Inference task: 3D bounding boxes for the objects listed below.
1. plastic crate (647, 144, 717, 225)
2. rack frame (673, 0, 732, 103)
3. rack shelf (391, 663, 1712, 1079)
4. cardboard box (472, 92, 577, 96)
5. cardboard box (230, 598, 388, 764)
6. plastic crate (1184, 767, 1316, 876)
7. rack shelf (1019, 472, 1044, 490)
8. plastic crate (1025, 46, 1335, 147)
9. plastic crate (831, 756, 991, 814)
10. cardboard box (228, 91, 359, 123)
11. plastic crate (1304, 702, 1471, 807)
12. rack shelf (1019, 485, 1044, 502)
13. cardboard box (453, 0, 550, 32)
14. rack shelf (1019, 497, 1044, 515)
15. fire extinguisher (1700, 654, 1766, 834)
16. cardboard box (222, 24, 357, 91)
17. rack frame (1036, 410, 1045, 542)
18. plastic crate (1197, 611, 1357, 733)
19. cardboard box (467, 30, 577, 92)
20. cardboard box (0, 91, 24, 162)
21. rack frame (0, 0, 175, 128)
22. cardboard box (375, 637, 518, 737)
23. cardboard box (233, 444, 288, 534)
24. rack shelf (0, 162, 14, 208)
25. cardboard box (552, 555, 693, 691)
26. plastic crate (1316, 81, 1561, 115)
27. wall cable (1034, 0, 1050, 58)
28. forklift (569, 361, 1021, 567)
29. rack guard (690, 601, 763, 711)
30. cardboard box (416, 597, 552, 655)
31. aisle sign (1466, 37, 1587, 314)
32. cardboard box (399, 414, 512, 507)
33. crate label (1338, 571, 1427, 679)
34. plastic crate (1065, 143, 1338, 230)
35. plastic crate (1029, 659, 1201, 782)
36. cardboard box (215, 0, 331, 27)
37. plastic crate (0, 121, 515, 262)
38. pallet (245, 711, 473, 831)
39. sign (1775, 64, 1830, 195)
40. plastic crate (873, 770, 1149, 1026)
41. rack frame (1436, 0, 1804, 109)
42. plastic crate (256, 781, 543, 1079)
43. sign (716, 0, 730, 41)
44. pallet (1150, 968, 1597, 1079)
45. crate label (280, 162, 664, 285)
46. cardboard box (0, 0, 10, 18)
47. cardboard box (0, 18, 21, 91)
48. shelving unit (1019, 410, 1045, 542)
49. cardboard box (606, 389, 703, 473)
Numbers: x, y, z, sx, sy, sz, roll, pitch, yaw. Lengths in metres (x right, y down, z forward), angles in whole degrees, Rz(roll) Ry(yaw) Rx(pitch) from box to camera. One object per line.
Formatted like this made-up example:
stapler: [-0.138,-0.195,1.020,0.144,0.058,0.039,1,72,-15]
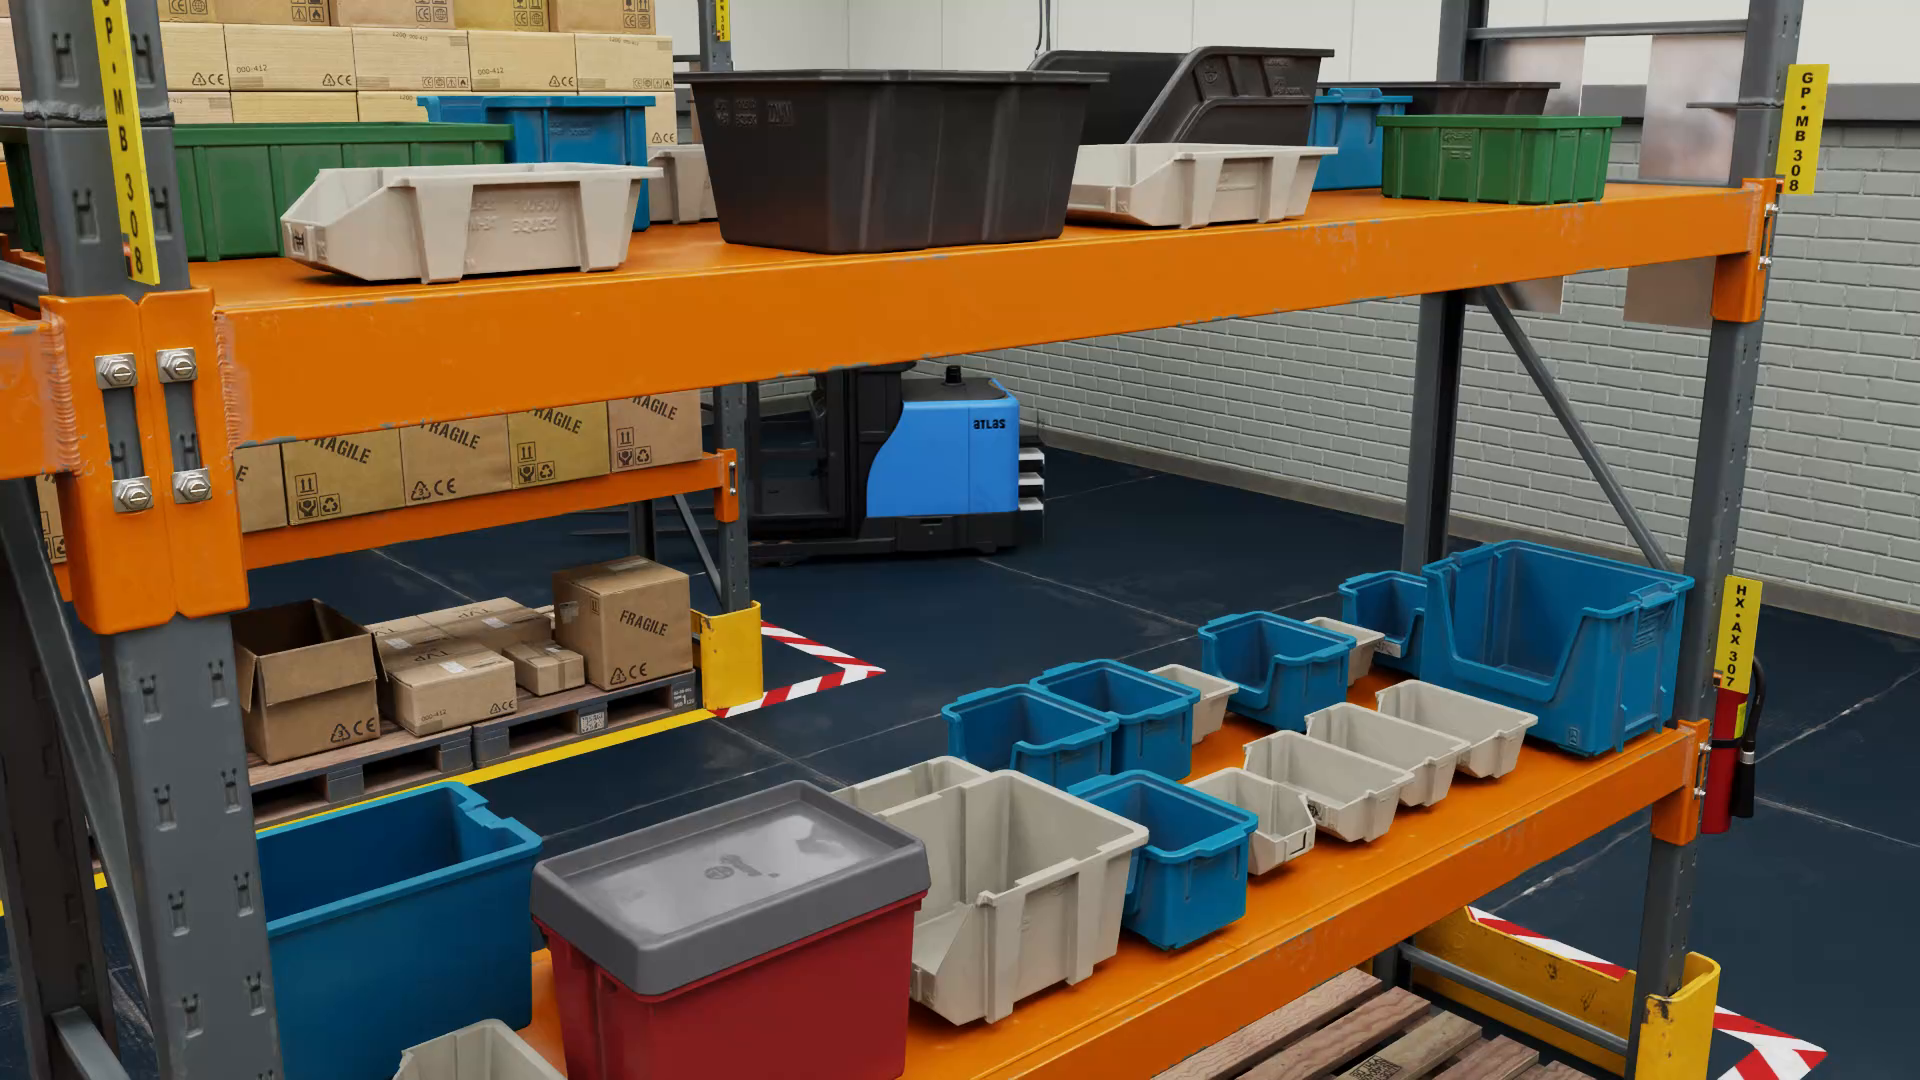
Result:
plastic crate: [-0.515,-0.696,3.241,0.466,0.136,0.293,-13,19,-39]
rack frame: [-1.456,-3.625,7.885,0.127,3.000,1.000,-13,19,-39]
rack shelf: [0.284,0.924,3.871,4.000,0.370,1.077,-13,19,-39]
cardboard box: [-2.055,-1.883,7.464,0.500,0.250,0.500,-13,19,-39]
cardboard box: [-3.060,0.625,7.583,0.637,0.503,0.797,-13,19,-39]
plastic crate: [0.663,0.662,3.855,0.250,0.136,0.298,-13,19,-39]
rack shelf: [0.466,-0.415,11.687,0.200,0.077,0.258,-2,15,-8]
plastic crate: [0.460,-0.976,3.899,0.767,0.338,0.504,-13,19,-39]
plastic crate: [-0.108,0.660,3.860,0.466,0.136,0.293,-13,19,-39]
cardboard box: [-2.811,-1.714,6.833,0.500,0.250,0.500,-13,19,-39]
plastic crate: [1.068,0.556,4.251,0.243,0.136,0.396,-13,19,-39]
rack shelf: [0.466,-0.328,11.711,0.200,0.077,0.258,-2,15,-8]
cardboard box: [-2.265,-2.549,7.537,0.500,0.500,0.700,-13,19,-39]
rack shelf: [0.466,-0.241,11.734,0.200,0.077,0.258,-2,15,-8]
fire extinguisher: [2.205,0.518,4.869,0.183,0.674,0.296,-13,19,-39]
cardboard box: [-2.806,-1.954,6.762,0.500,0.250,0.500,-13,19,-39]
rack frame: [0.567,-0.451,11.694,0.006,0.900,0.240,-2,15,-8]
plastic crate: [0.894,0.379,4.727,0.300,0.233,0.416,-13,19,-39]
cardboard box: [-2.053,-2.124,7.398,0.500,0.250,0.500,-13,19,-39]
cardboard box: [-3.564,-1.544,6.197,0.500,0.250,0.500,-13,19,-39]
rack frame: [-1.225,-1.983,1.736,0.127,3.000,1.000,-13,19,-39]
cardboard box: [-2.441,0.684,7.852,0.500,0.250,0.500,-13,19,-39]
cardboard box: [-3.147,-0.303,6.877,0.500,0.500,0.500,-13,20,-40]
rack shelf: [-2.965,-1.490,7.097,4.000,0.370,1.077,-13,19,-39]
cardboard box: [-1.704,0.408,8.401,0.500,0.500,0.500,-13,19,-39]
plastic crate: [1.319,-1.137,4.636,0.590,0.269,0.497,-13,19,-39]
wall cable: [-0.209,-3.978,15.220,0.112,2.526,3.097,-13,19,-39]
forklift: [-1.148,-1.381,11.241,3.031,2.935,1.130,-2,15,-8]
rack guard: [-1.513,0.493,8.934,0.348,0.500,1.175,-13,19,-39]
cardboard box: [-2.430,0.510,8.502,0.500,0.250,0.500,-13,19,-39]
aisle sign: [1.652,-1.088,4.973,0.004,0.787,0.394,-13,19,-39]
cardboard box: [-2.384,-0.474,7.520,0.500,0.500,0.500,-12,19,-39]
crate label: [1.390,0.268,5.144,0.303,0.233,0.416,-13,19,-39]
plastic crate: [0.397,-0.686,3.202,0.530,0.136,0.437,-13,19,-39]
plastic crate: [0.397,0.491,4.309,0.300,0.233,0.416,-13,19,-39]
cardboard box: [-3.011,-2.377,6.893,0.500,0.500,0.700,-13,19,-39]
plastic crate: [-1.104,-0.562,2.639,0.662,0.188,0.450,-13,19,-39]
pallet: [-3.034,0.974,7.695,1.213,0.211,1.003,-13,19,-39]
sign: [2.166,-1.056,4.283,0.005,0.325,0.100,-13,19,-39]
plastic crate: [0.048,0.721,3.352,0.530,0.282,0.437,-13,19,-39]
rack frame: [1.793,-2.660,4.273,0.127,3.000,1.000,-13,19,-39]
plastic crate: [-1.096,0.749,3.049,0.575,0.384,0.392,-13,19,-39]
sign: [-1.107,-2.493,7.741,0.005,0.325,0.100,-13,19,-39]
pallet: [1.145,1.717,4.912,1.213,0.211,1.003,-13,19,-39]
crate label: [-0.666,-0.433,2.257,0.466,0.136,0.293,-13,19,-39]
cardboard box: [-3.661,-2.177,6.143,0.500,0.500,0.700,-13,19,-39]
cardboard box: [-3.568,-1.787,6.136,0.500,0.250,0.500,-13,19,-39]
shelving unit: [0.466,-0.447,11.679,0.210,0.900,0.258,-2,15,-8]
cardboard box: [-1.615,-0.646,8.164,0.500,0.500,0.500,-12,19,-38]
